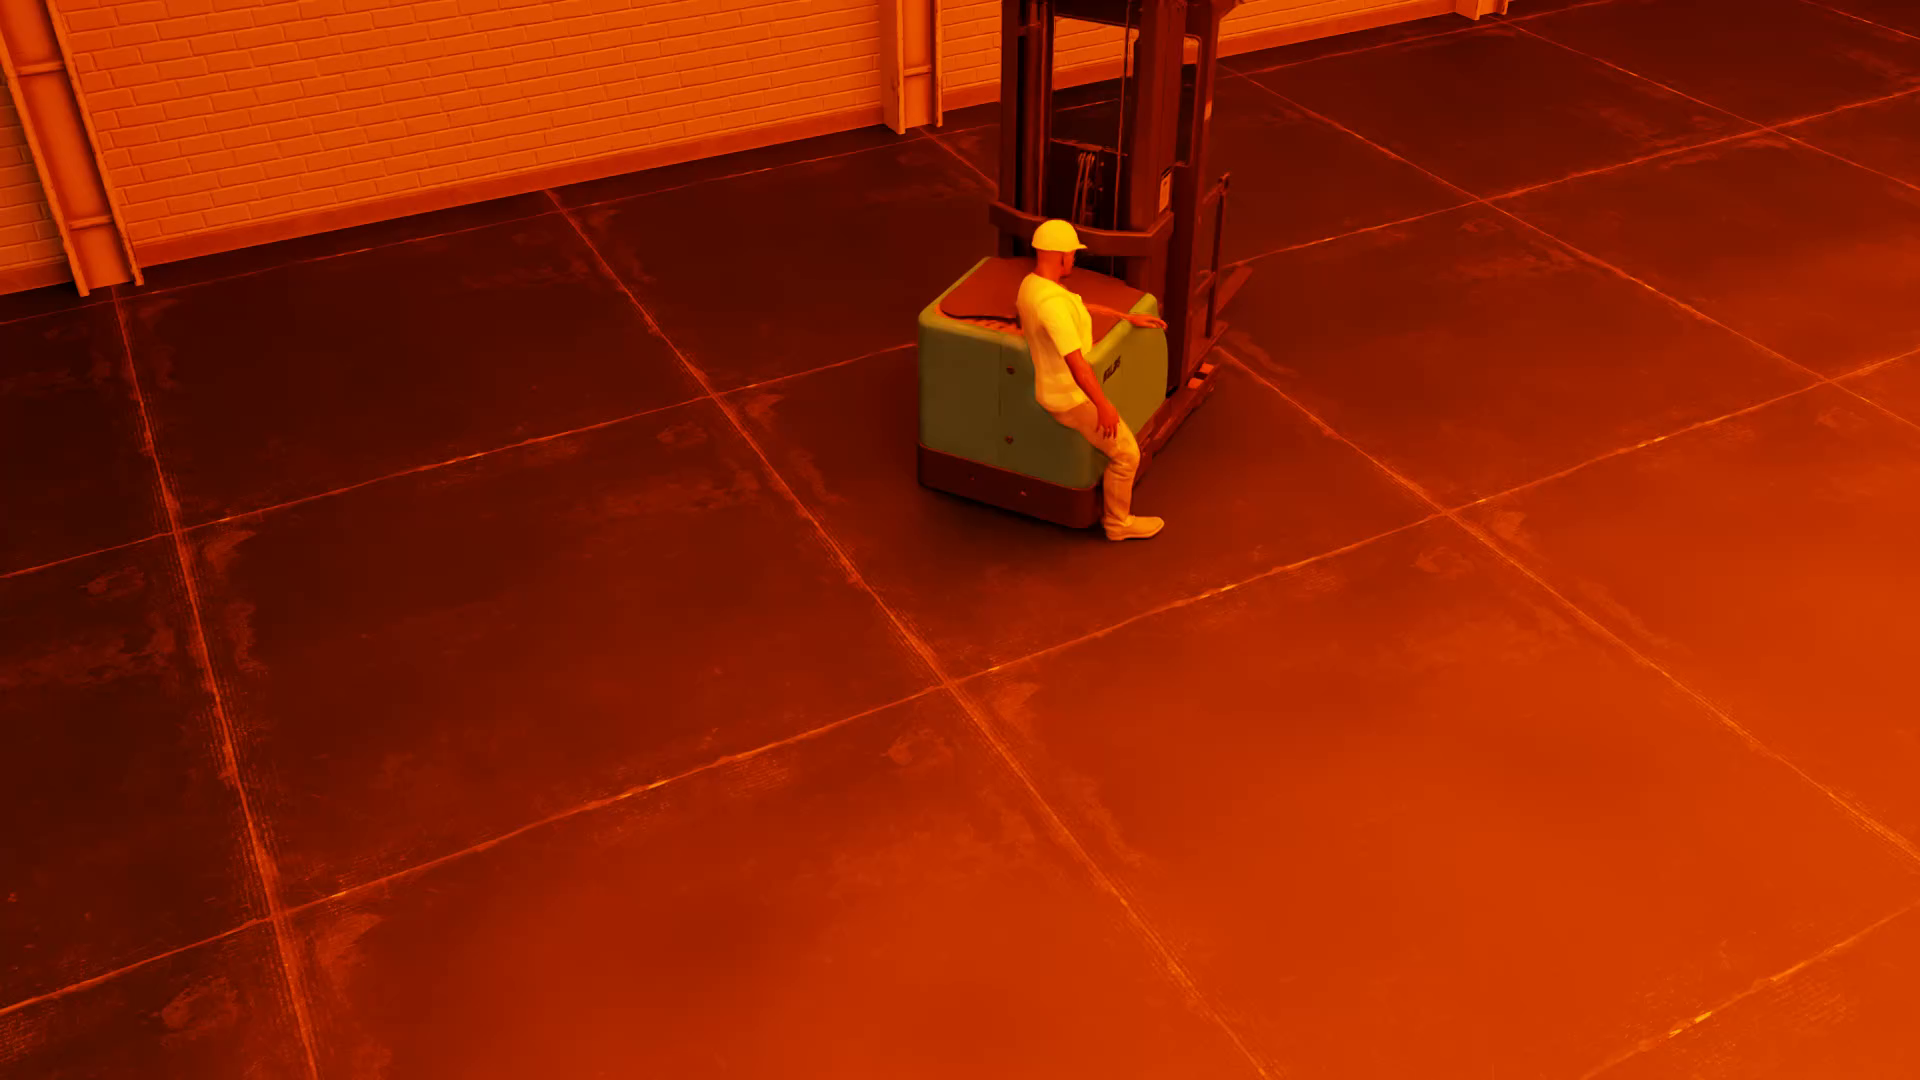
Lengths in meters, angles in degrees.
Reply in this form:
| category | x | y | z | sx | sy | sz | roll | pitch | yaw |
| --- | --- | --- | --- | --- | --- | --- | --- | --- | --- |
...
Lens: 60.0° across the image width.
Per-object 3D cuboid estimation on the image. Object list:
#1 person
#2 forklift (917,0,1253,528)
| category | x | y | z | sx | sy | sz | roll | pitch | yaw |
| --- | --- | --- | --- | --- | --- | --- | --- | --- | --- |
| person | 0.640 | -0.797 | 8.364 | 0.876 | 1.662 | 0.878 | -13 | 37 | -17 |
| forklift | 0.898 | -2.091 | 9.081 | 1.130 | 2.935 | 3.031 | 17 | 39 | 22 |
